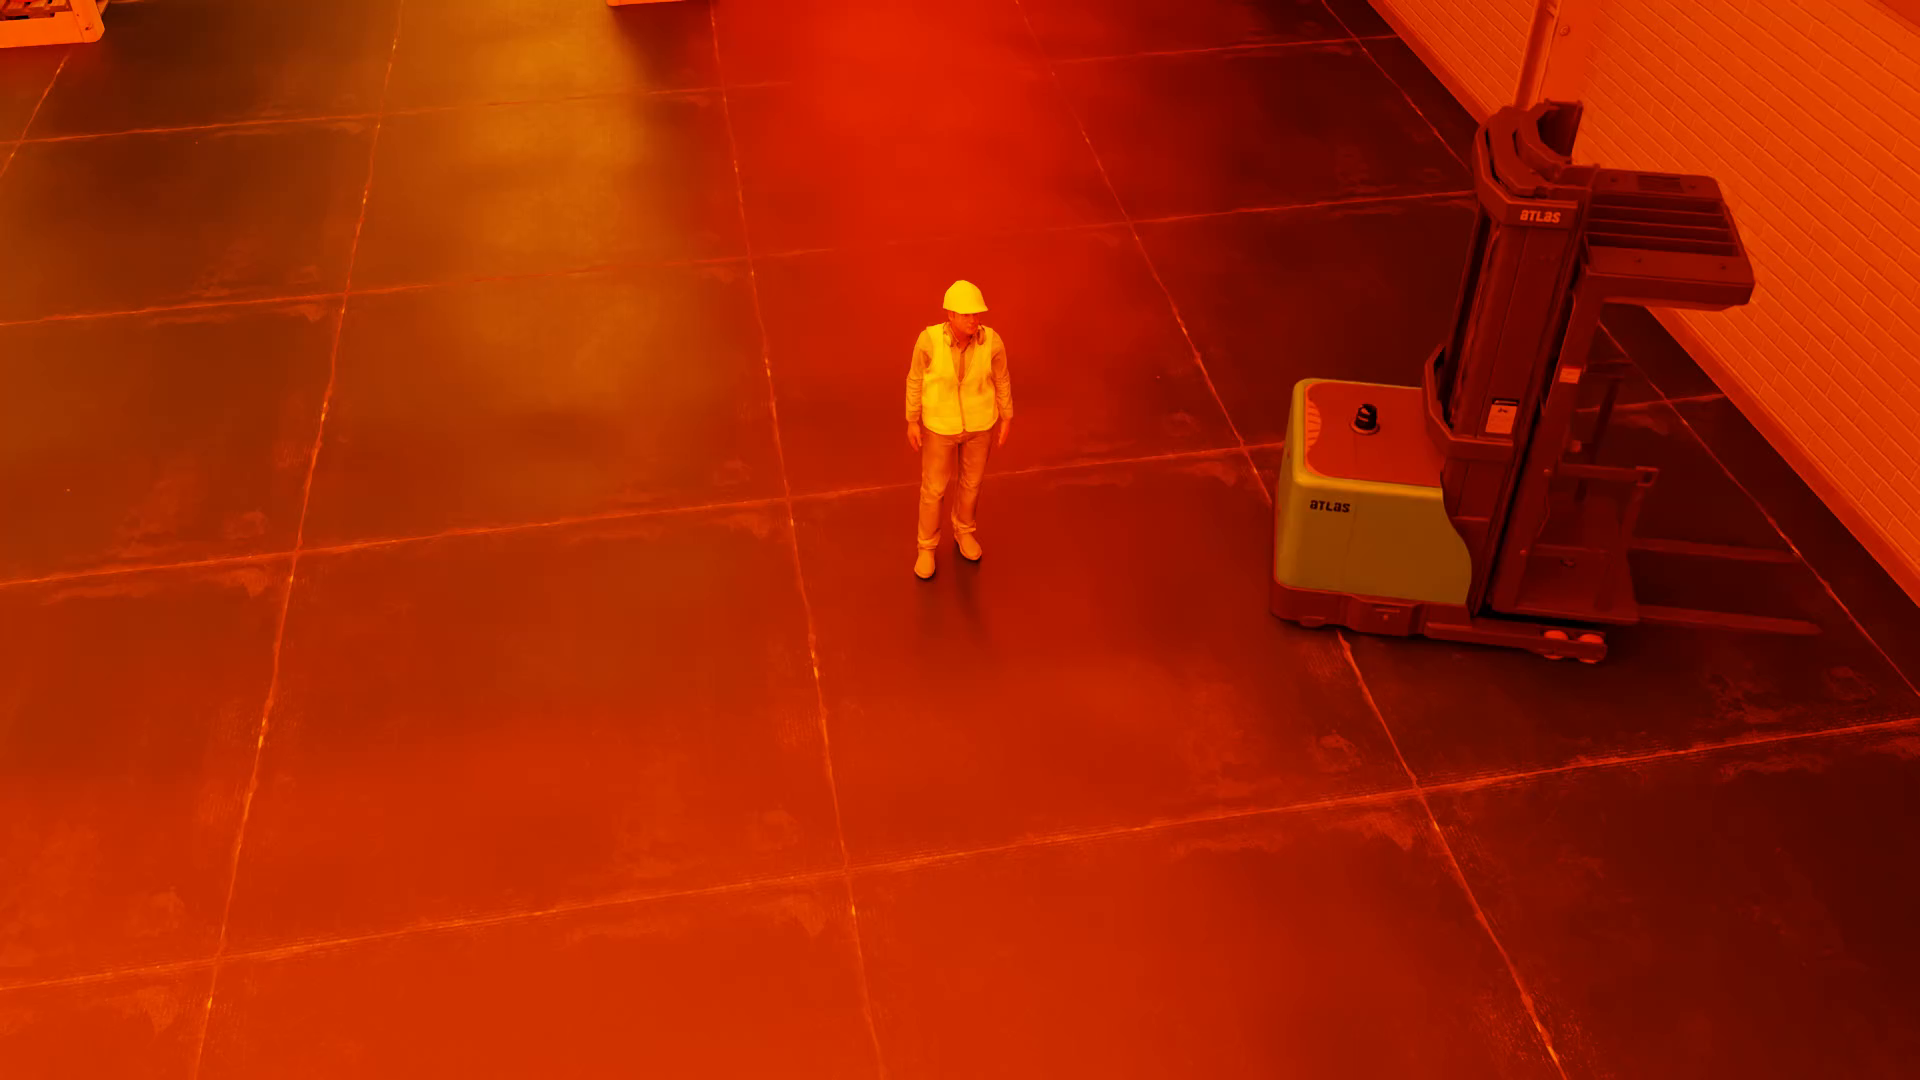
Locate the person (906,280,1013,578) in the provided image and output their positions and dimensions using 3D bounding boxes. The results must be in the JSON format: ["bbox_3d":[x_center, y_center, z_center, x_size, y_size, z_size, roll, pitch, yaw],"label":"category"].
[{"bbox_3d":[0.004,-0.641,9.593,0.634,1.775,0.566,-7,41,-8],"label":"person"}]

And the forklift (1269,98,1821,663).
[{"bbox_3d":[3.356,-0.794,8.892,3.031,2.935,1.130,6,41,7],"label":"forklift"}]
